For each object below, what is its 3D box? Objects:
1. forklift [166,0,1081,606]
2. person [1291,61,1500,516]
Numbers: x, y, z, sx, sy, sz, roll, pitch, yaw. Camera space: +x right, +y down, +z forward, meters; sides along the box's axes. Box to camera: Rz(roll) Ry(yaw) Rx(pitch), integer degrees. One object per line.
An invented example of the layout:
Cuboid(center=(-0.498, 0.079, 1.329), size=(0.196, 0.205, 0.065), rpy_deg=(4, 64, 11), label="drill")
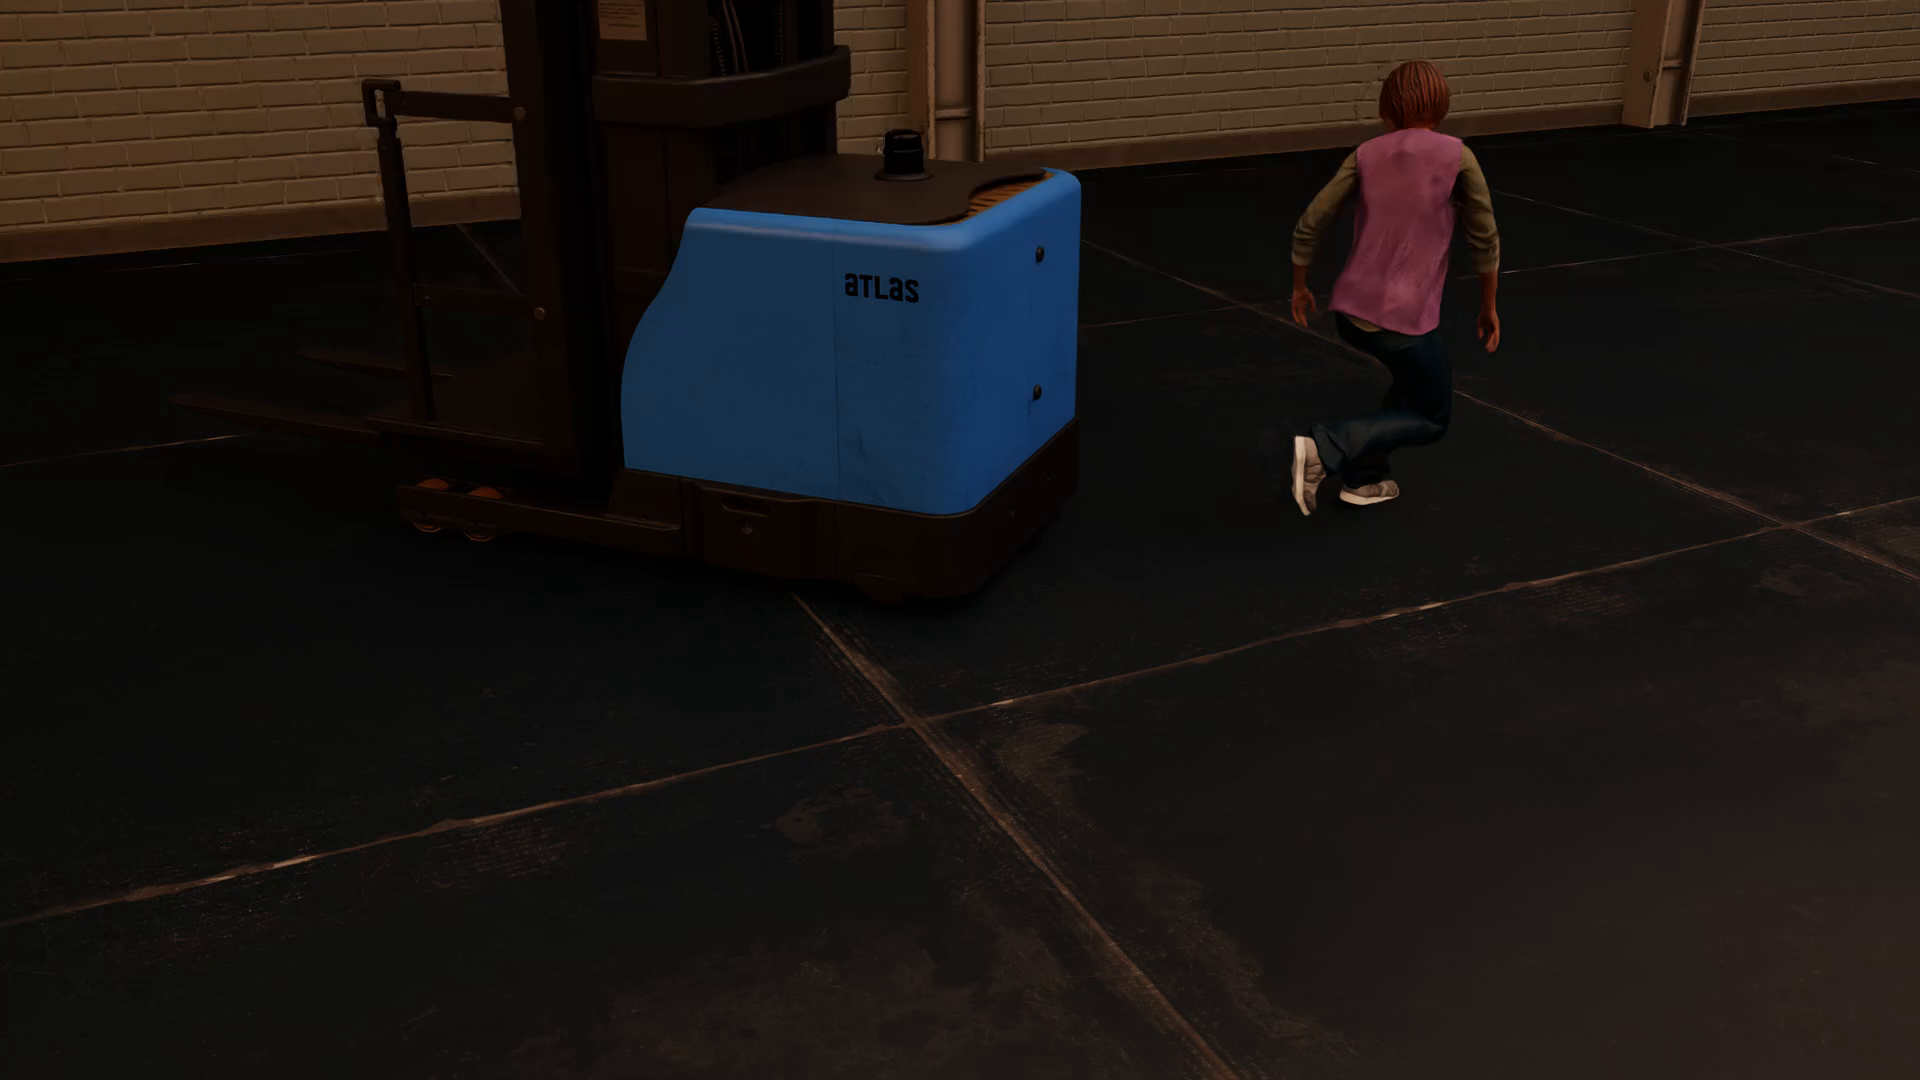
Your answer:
Cuboid(center=(-1.190, -1.522, 4.951), size=(3.031, 2.935, 1.130), rpy_deg=(9, 24, 21), label="forklift")
Cuboid(center=(1.256, -0.738, 5.115), size=(0.647, 1.395, 0.576), rpy_deg=(-16, 27, -34), label="person")
